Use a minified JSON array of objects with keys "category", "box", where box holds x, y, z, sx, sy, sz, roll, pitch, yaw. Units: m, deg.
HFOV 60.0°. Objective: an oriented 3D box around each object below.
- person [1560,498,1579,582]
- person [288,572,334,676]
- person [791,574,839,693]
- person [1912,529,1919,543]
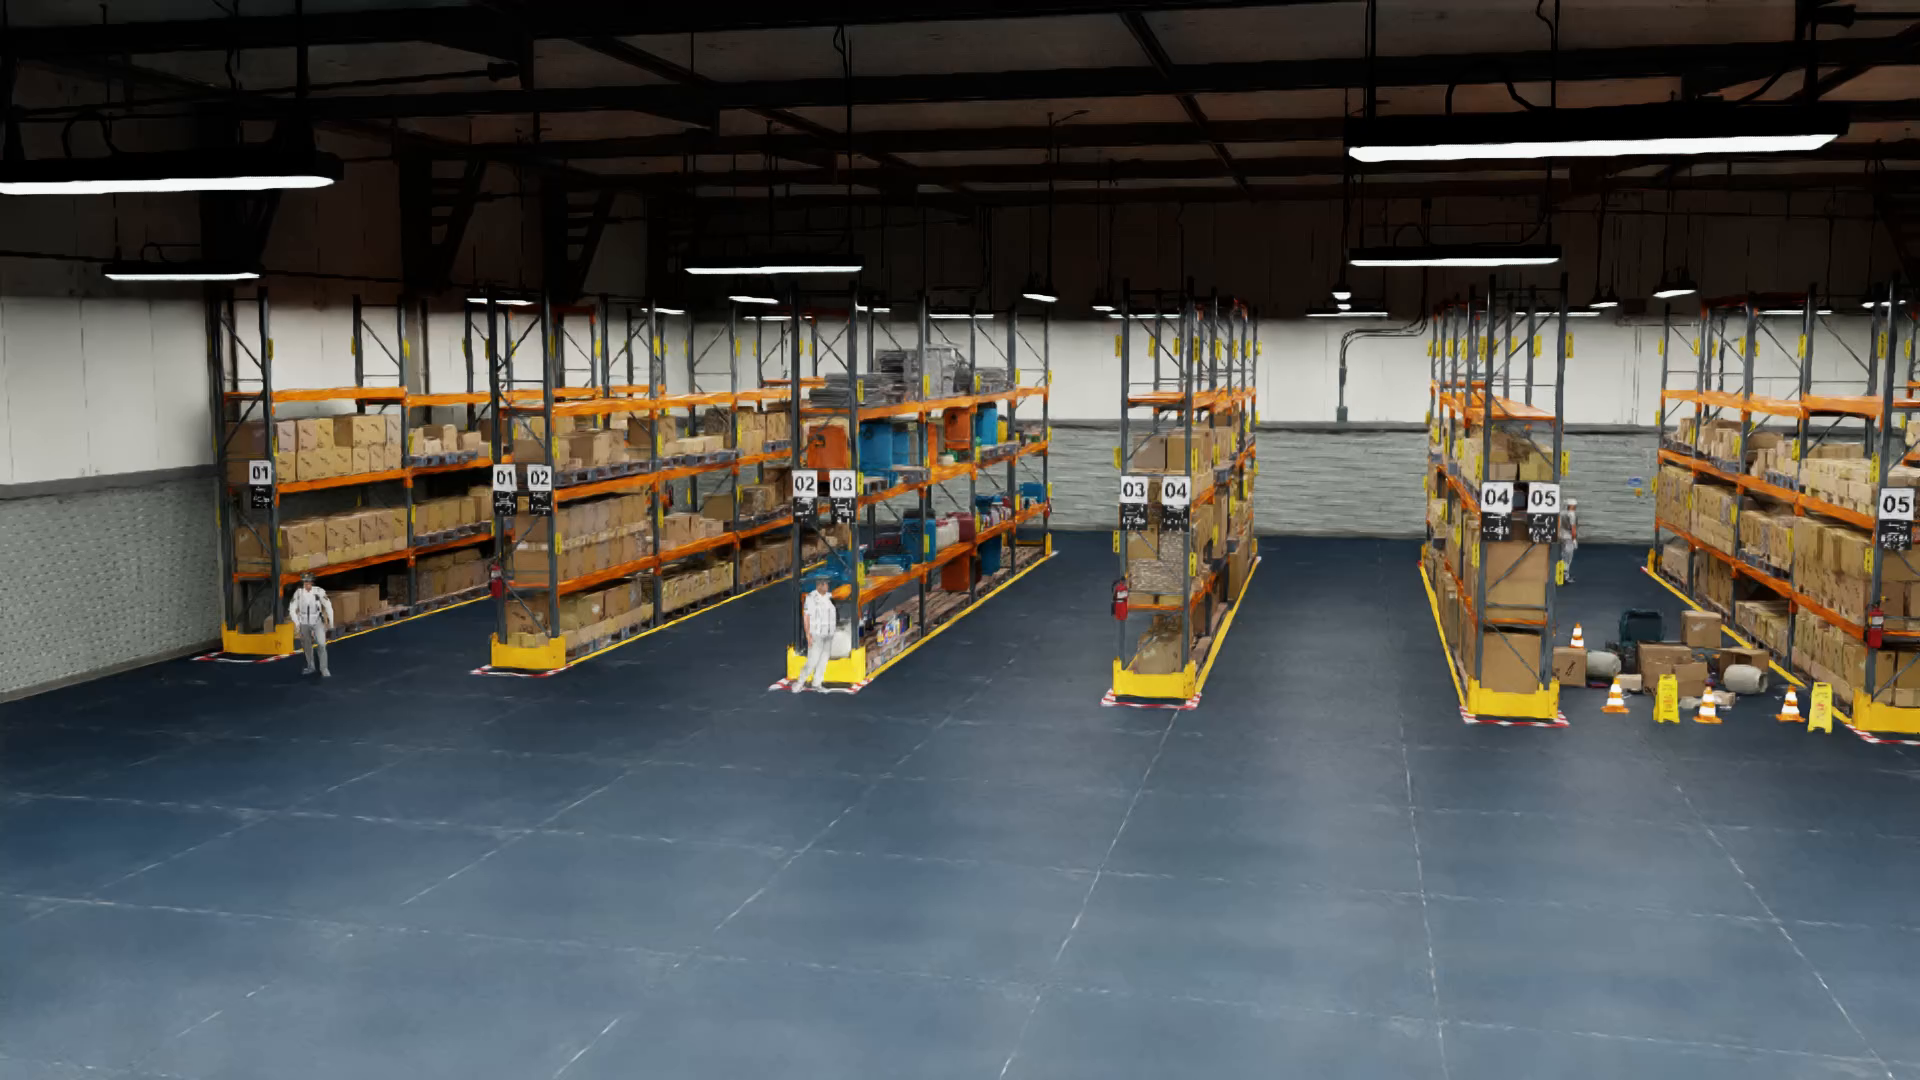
[{"category":"person","box":[13.129,-0.011,35.804,0.370,1.791,0.630,0,7,-1]},{"category":"person","box":[-9.926,1.275,25.466,0.618,1.621,0.739,-1,7,-9]},{"category":"person","box":[-2.104,1.361,24.129,0.508,1.739,0.712,6,9,44]},{"category":"person","box":[17.379,0.699,30.285,0.578,1.638,0.668,5,8,37]}]
